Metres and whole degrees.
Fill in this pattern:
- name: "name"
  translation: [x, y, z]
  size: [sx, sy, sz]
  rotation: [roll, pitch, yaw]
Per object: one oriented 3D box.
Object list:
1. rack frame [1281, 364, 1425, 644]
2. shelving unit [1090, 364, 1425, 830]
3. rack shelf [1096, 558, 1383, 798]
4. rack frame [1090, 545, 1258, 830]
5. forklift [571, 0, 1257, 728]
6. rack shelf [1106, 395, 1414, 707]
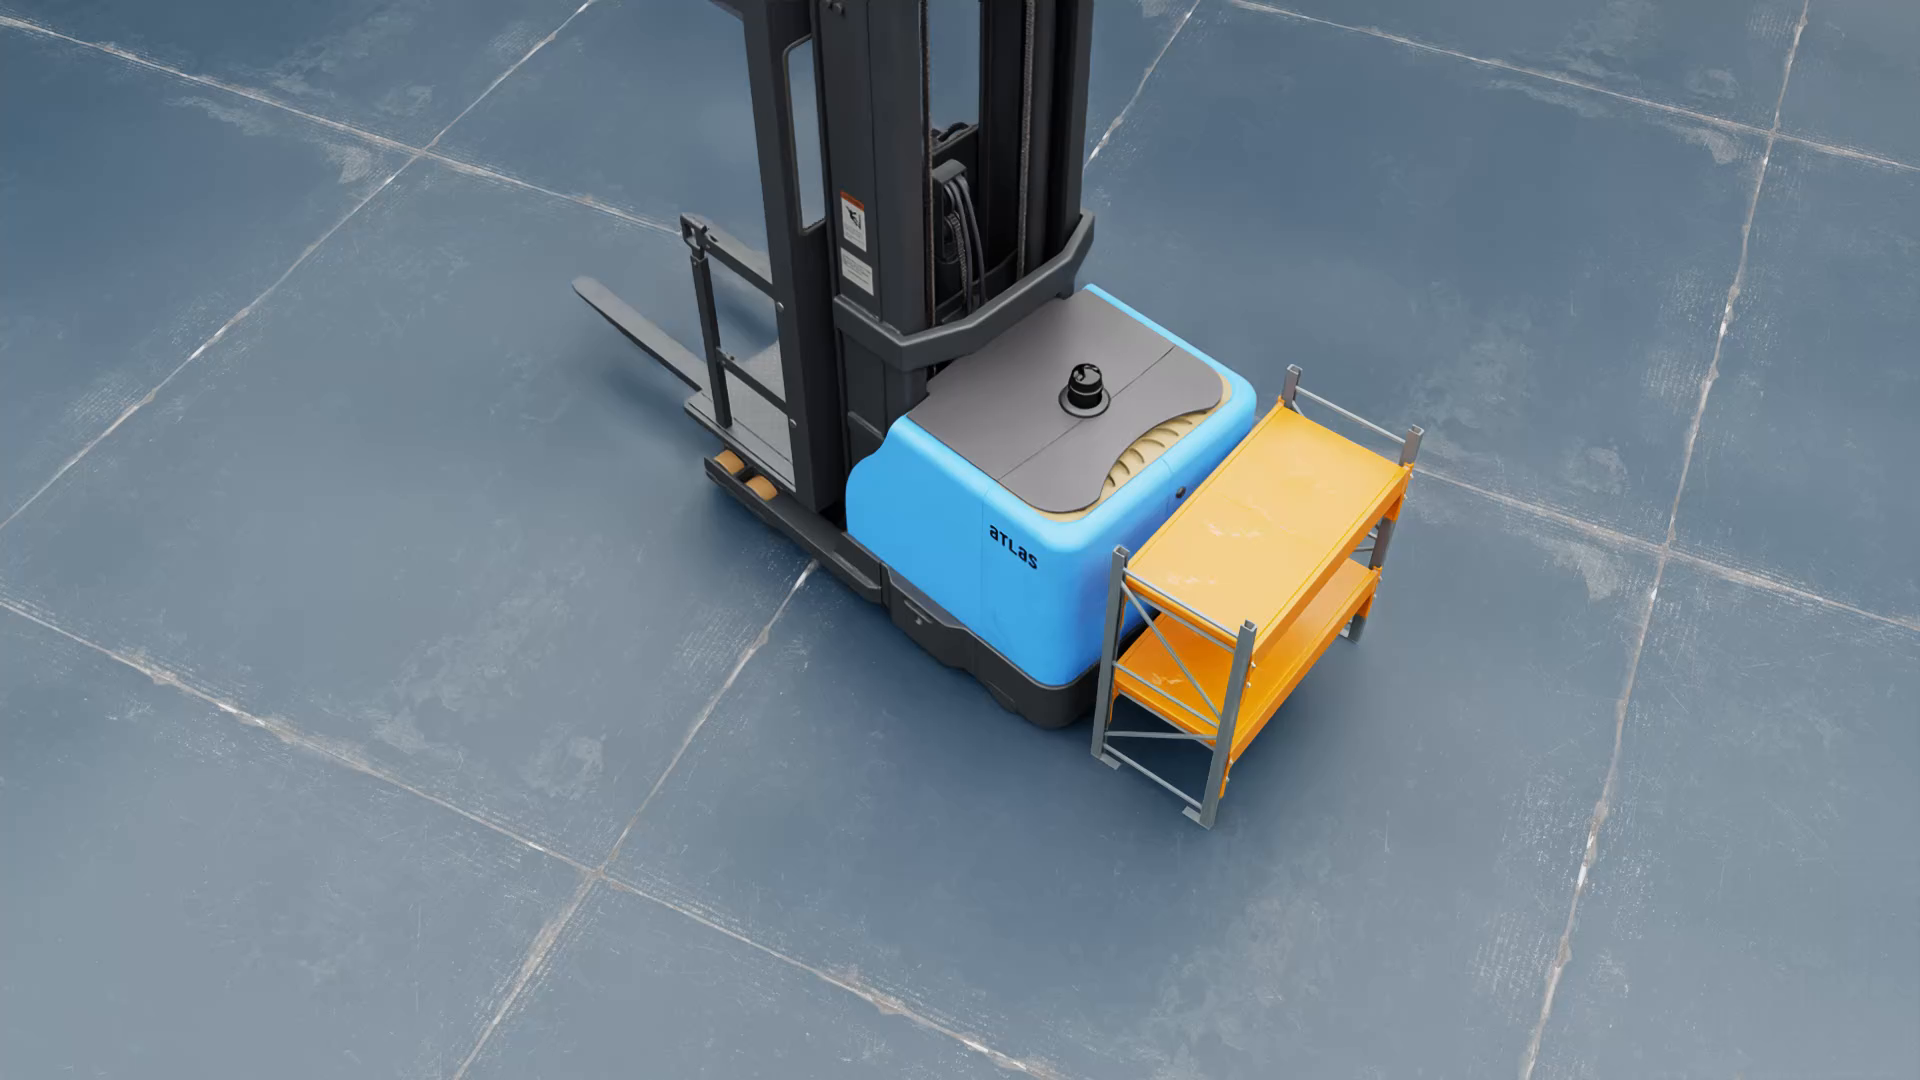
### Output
- name: "rack frame"
  translation: [1.302, -0.101, 5.912]
  size: [0.500, 1.125, 0.032]
  rotation: [31, 56, 24]
- name: "shelving unit"
  translation: [0.985, 0.203, 5.654]
  size: [0.538, 1.125, 1.048]
  rotation: [31, 56, 24]
- name: "rack shelf"
  translation: [0.985, 0.361, 5.840]
  size: [0.538, 0.278, 1.000]
  rotation: [31, 56, 24]
- name: "rack frame"
  translation: [0.669, 0.506, 5.396]
  size: [0.500, 1.125, 0.032]
  rotation: [31, 56, 24]
- name: "forklift"
  translation: [-0.381, -1.296, 5.743]
  size: [3.031, 2.935, 1.130]
  rotation: [37, 59, 27]
- name: "rack shelf"
  translation: [0.985, 0.013, 5.431]
  size: [0.538, 0.278, 1.000]
  rotation: [31, 56, 24]
